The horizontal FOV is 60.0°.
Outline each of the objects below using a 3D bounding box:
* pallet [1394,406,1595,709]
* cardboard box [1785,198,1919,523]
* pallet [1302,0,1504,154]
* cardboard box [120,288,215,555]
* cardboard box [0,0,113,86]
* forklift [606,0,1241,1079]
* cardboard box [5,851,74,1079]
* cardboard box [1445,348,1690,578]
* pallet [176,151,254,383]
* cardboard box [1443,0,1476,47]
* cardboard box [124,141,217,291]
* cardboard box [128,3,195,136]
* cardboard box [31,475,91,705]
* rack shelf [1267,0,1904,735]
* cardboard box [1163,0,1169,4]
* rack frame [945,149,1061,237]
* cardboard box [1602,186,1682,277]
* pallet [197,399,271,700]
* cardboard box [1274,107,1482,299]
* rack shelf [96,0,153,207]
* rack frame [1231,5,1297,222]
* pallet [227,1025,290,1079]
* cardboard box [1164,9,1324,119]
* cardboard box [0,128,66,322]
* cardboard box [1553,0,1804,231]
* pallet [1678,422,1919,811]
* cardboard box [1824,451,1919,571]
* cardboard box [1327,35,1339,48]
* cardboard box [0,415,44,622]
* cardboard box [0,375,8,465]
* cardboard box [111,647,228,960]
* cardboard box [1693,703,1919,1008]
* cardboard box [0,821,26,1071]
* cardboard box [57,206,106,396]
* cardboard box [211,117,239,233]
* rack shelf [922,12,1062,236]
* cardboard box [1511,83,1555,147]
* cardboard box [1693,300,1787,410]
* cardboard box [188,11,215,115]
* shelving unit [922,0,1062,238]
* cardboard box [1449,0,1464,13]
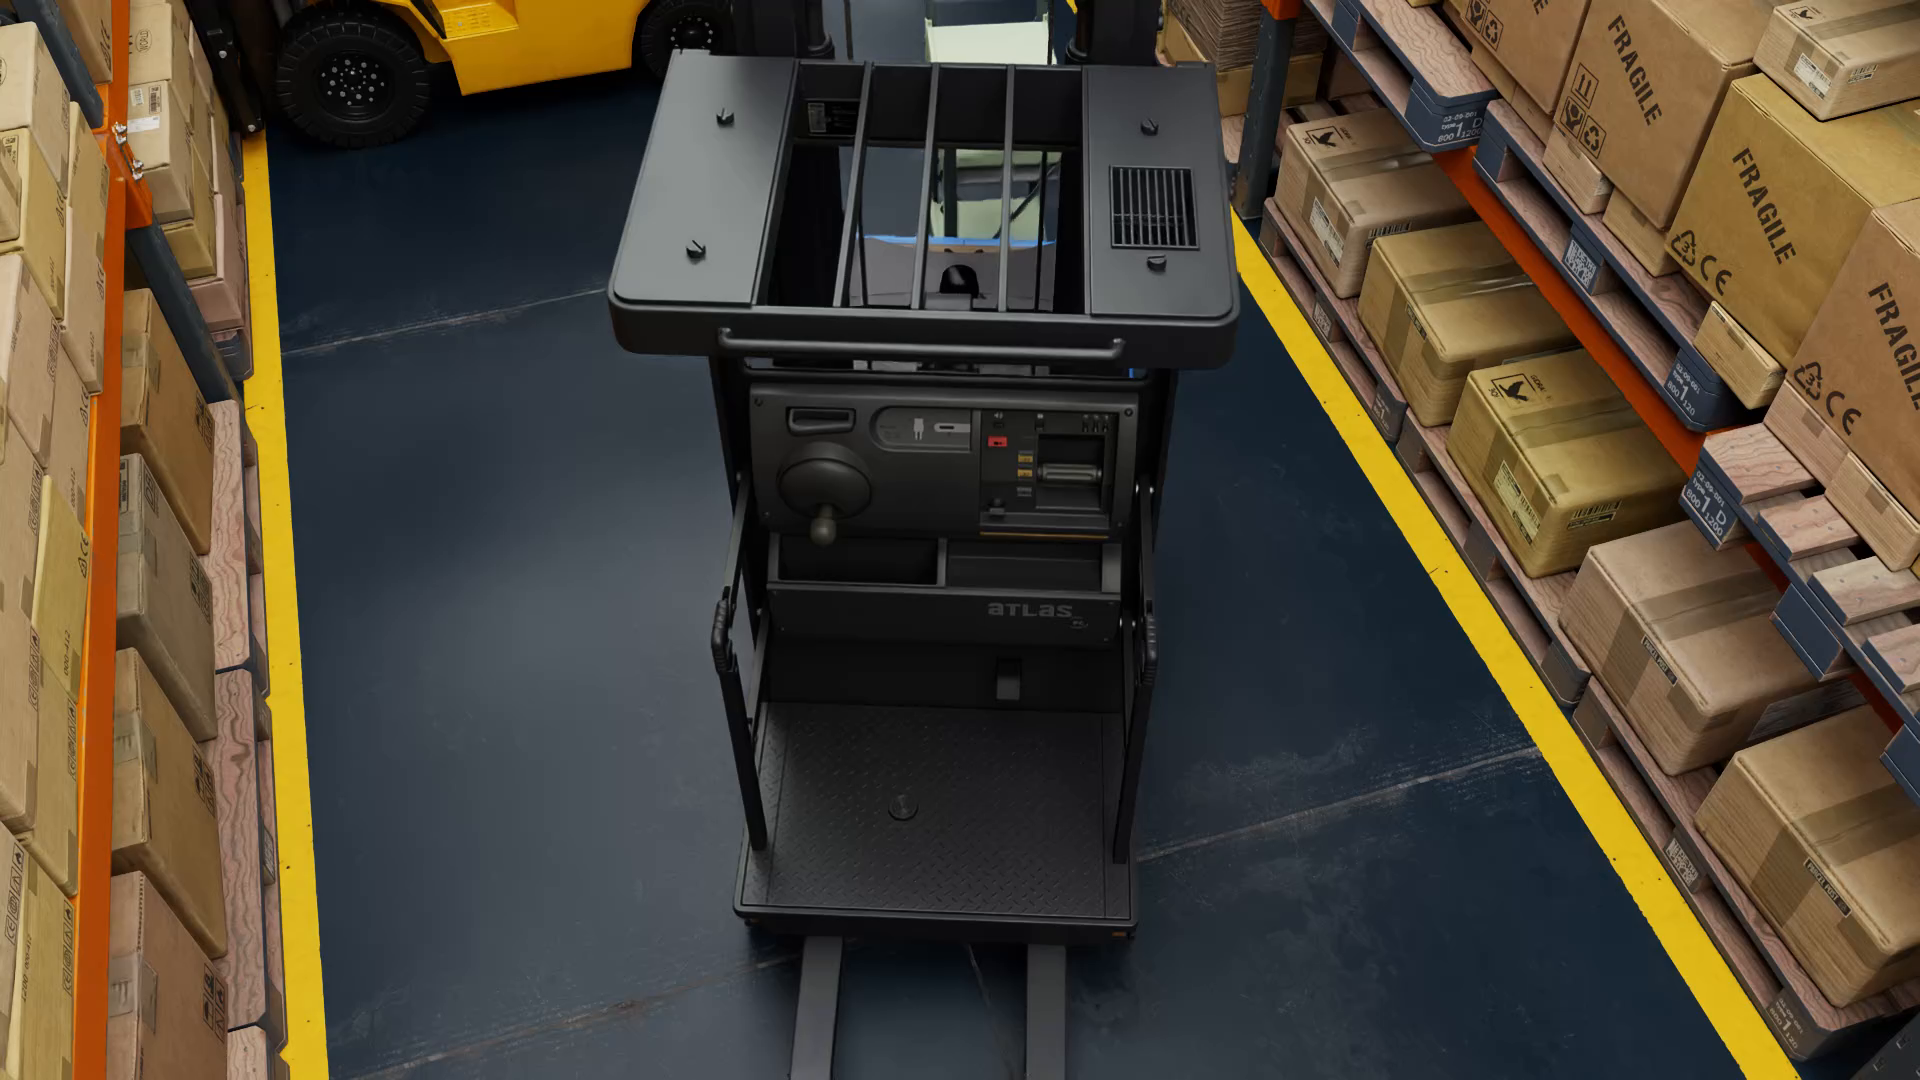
[{"bbox_3d":[2.221,-0.075,5.675,1.003,0.211,1.213,-13,51,-11],"label":"pallet"},{"bbox_3d":[2.244,-0.421,3.608,0.500,0.500,0.500,-14,51,-12],"label":"cardboard box"},{"bbox_3d":[1.712,-1.782,5.416,1.003,0.211,1.213,-13,51,-11],"label":"pallet"},{"bbox_3d":[-2.951,-0.301,5.320,0.875,0.625,0.625,-11,51,-9],"label":"cardboard box"},{"bbox_3d":[-2.998,-1.725,5.177,0.500,0.500,0.500,-15,51,-12],"label":"cardboard box"},{"bbox_3d":[-0.048,-0.068,3.891,1.130,2.935,3.031,2,50,2],"label":"forklift"},{"bbox_3d":[-1.975,0.912,3.117,0.500,0.250,0.500,-14,51,-12],"label":"cardboard box"},{"bbox_3d":[2.205,-0.309,5.492,0.950,0.372,0.625,-12,51,-10],"label":"cardboard box"},{"bbox_3d":[-3.311,-1.001,6.456,1.003,0.211,1.213,-13,51,-11],"label":"pallet"},{"bbox_3d":[1.709,-1.640,5.060,0.380,0.149,0.250,-10,51,-9],"label":"cardboard box"},{"bbox_3d":[-2.964,-1.143,5.948,0.500,0.250,0.500,-14,51,-11],"label":"cardboard box"},{"bbox_3d":[-3.101,-1.681,6.075,0.500,0.250,0.500,-13,51,-11],"label":"cardboard box"},{"bbox_3d":[-2.285,0.159,3.753,0.500,0.250,0.500,-12,51,-10],"label":"cardboard box"},{"bbox_3d":[2.216,-0.742,4.884,1.077,0.370,4.000,-13,51,-11],"label":"rack shelf"},{"bbox_3d":[1.041,-2.668,7.071,0.500,0.500,0.500,-12,51,-10],"label":"cardboard box"},{"bbox_3d":[0.154,-0.806,5.449,0.400,1.500,0.023,-4,50,-3],"label":"rack frame"},{"bbox_3d":[1.952,-0.868,4.409,0.380,0.149,0.250,-15,51,-12],"label":"cardboard box"},{"bbox_3d":[-2.861,0.118,5.512,1.003,0.211,1.213,-13,51,-11],"label":"pallet"},{"bbox_3d":[1.782,-1.341,6.362,0.950,0.372,0.625,-13,51,-11],"label":"cardboard box"},{"bbox_3d":[-3.707,-2.539,6.399,1.077,0.370,4.000,-13,51,-11],"label":"rack shelf"},{"bbox_3d":[1.625,-2.435,5.841,1.000,3.000,0.127,-13,51,-11],"label":"rack frame"},{"bbox_3d":[-2.139,1.901,4.010,1.003,0.211,1.213,-13,51,-11],"label":"pallet"},{"bbox_3d":[1.193,-2.055,7.044,0.500,0.250,0.500,-11,51,-9],"label":"cardboard box"},{"bbox_3d":[-2.567,-0.748,4.189,0.500,0.250,0.500,-15,51,-12],"label":"cardboard box"},{"bbox_3d":[1.933,-1.188,4.255,0.500,0.500,0.500,-15,52,-12],"label":"cardboard box"},{"bbox_3d":[2.495,0.052,3.870,1.213,0.211,1.003,-13,51,-11],"label":"pallet"},{"bbox_3d":[2.220,-0.107,3.768,0.380,0.149,0.250,-14,51,-11],"label":"cardboard box"},{"bbox_3d":[1.708,-2.417,6.859,0.500,0.500,0.500,-11,51,-9],"label":"cardboard box"},{"bbox_3d":[-2.290,0.000,3.559,0.500,0.250,0.500,-13,51,-10],"label":"cardboard box"},{"bbox_3d":[-2.244,-0.249,3.508,0.380,0.149,0.250,-15,51,-12],"label":"cardboard box"},{"bbox_3d":[-2.504,0.816,4.379,0.875,0.625,0.625,-15,52,-12],"label":"cardboard box"},{"bbox_3d":[2.650,0.783,4.572,0.950,0.372,0.625,-16,52,-13],"label":"cardboard box"},{"bbox_3d":[-1.978,0.754,2.924,0.500,0.250,0.500,-12,51,-10],"label":"cardboard box"},{"bbox_3d":[-2.563,-0.586,4.381,0.500,0.250,0.500,-14,51,-11],"label":"cardboard box"},{"bbox_3d":[-3.107,-1.354,6.454,0.500,0.250,0.500,-14,51,-12],"label":"cardboard box"},{"bbox_3d":[0.121,-1.337,5.385,0.431,0.370,0.720,-4,50,-3],"label":"rack shelf"},{"bbox_3d":[1.816,-1.262,4.741,0.380,0.149,0.250,-13,51,-11],"label":"cardboard box"},{"bbox_3d":[2.059,-0.491,4.091,0.380,0.149,0.250,-13,51,-10],"label":"cardboard box"},{"bbox_3d":[-3.252,-1.880,6.570,0.500,0.250,0.500,-14,51,-11],"label":"cardboard box"},{"bbox_3d":[0.121,-1.085,5.684,0.431,1.500,0.755,-4,50,-3],"label":"shelving unit"},{"bbox_3d":[1.638,-1.925,4.876,0.500,0.500,0.500,-13,51,-11],"label":"cardboard box"}]
